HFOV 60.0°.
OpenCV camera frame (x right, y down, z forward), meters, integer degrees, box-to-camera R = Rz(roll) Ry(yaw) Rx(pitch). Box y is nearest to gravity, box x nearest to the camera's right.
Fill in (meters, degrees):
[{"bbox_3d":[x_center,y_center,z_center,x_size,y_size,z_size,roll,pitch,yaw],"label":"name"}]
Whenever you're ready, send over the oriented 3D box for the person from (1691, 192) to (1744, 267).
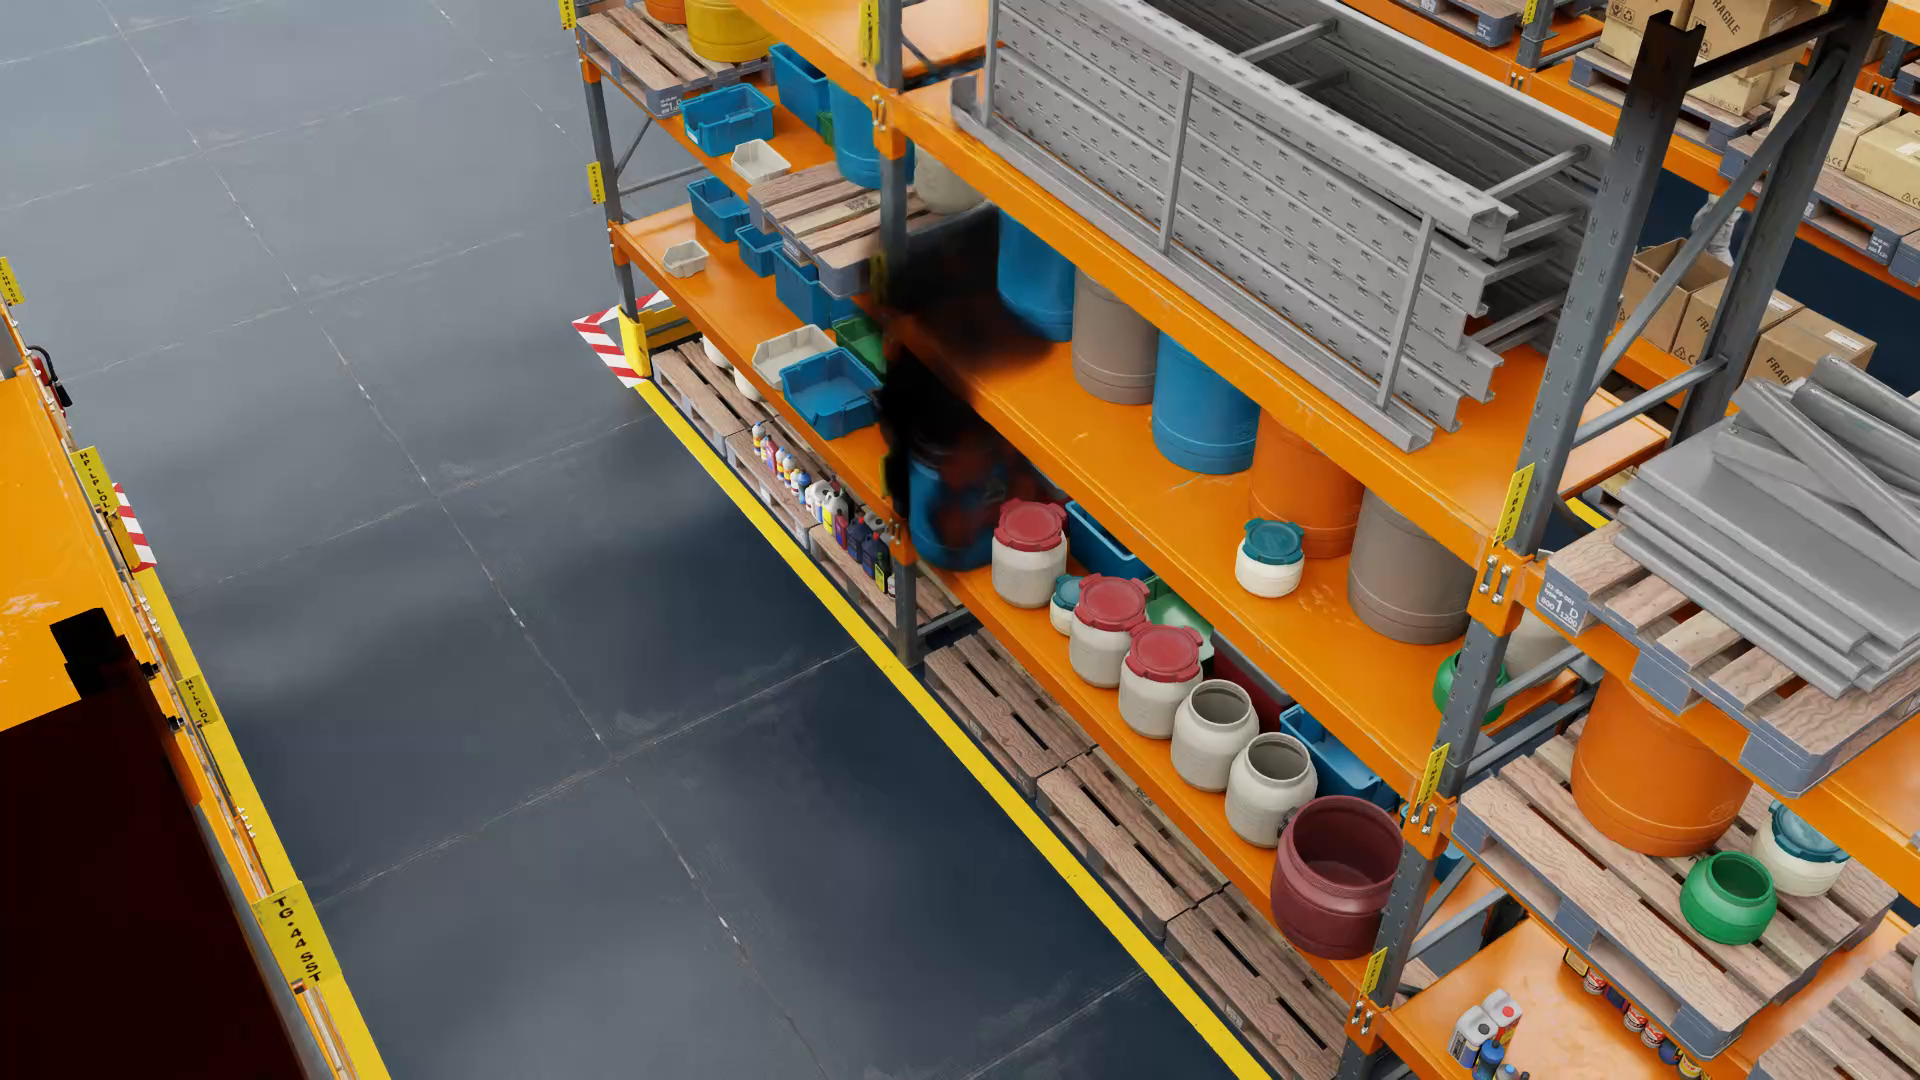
[{"bbox_3d":[6.175,-2.692,13.367,0.631,1.844,0.735,-31,51,-29],"label":"person"}]
